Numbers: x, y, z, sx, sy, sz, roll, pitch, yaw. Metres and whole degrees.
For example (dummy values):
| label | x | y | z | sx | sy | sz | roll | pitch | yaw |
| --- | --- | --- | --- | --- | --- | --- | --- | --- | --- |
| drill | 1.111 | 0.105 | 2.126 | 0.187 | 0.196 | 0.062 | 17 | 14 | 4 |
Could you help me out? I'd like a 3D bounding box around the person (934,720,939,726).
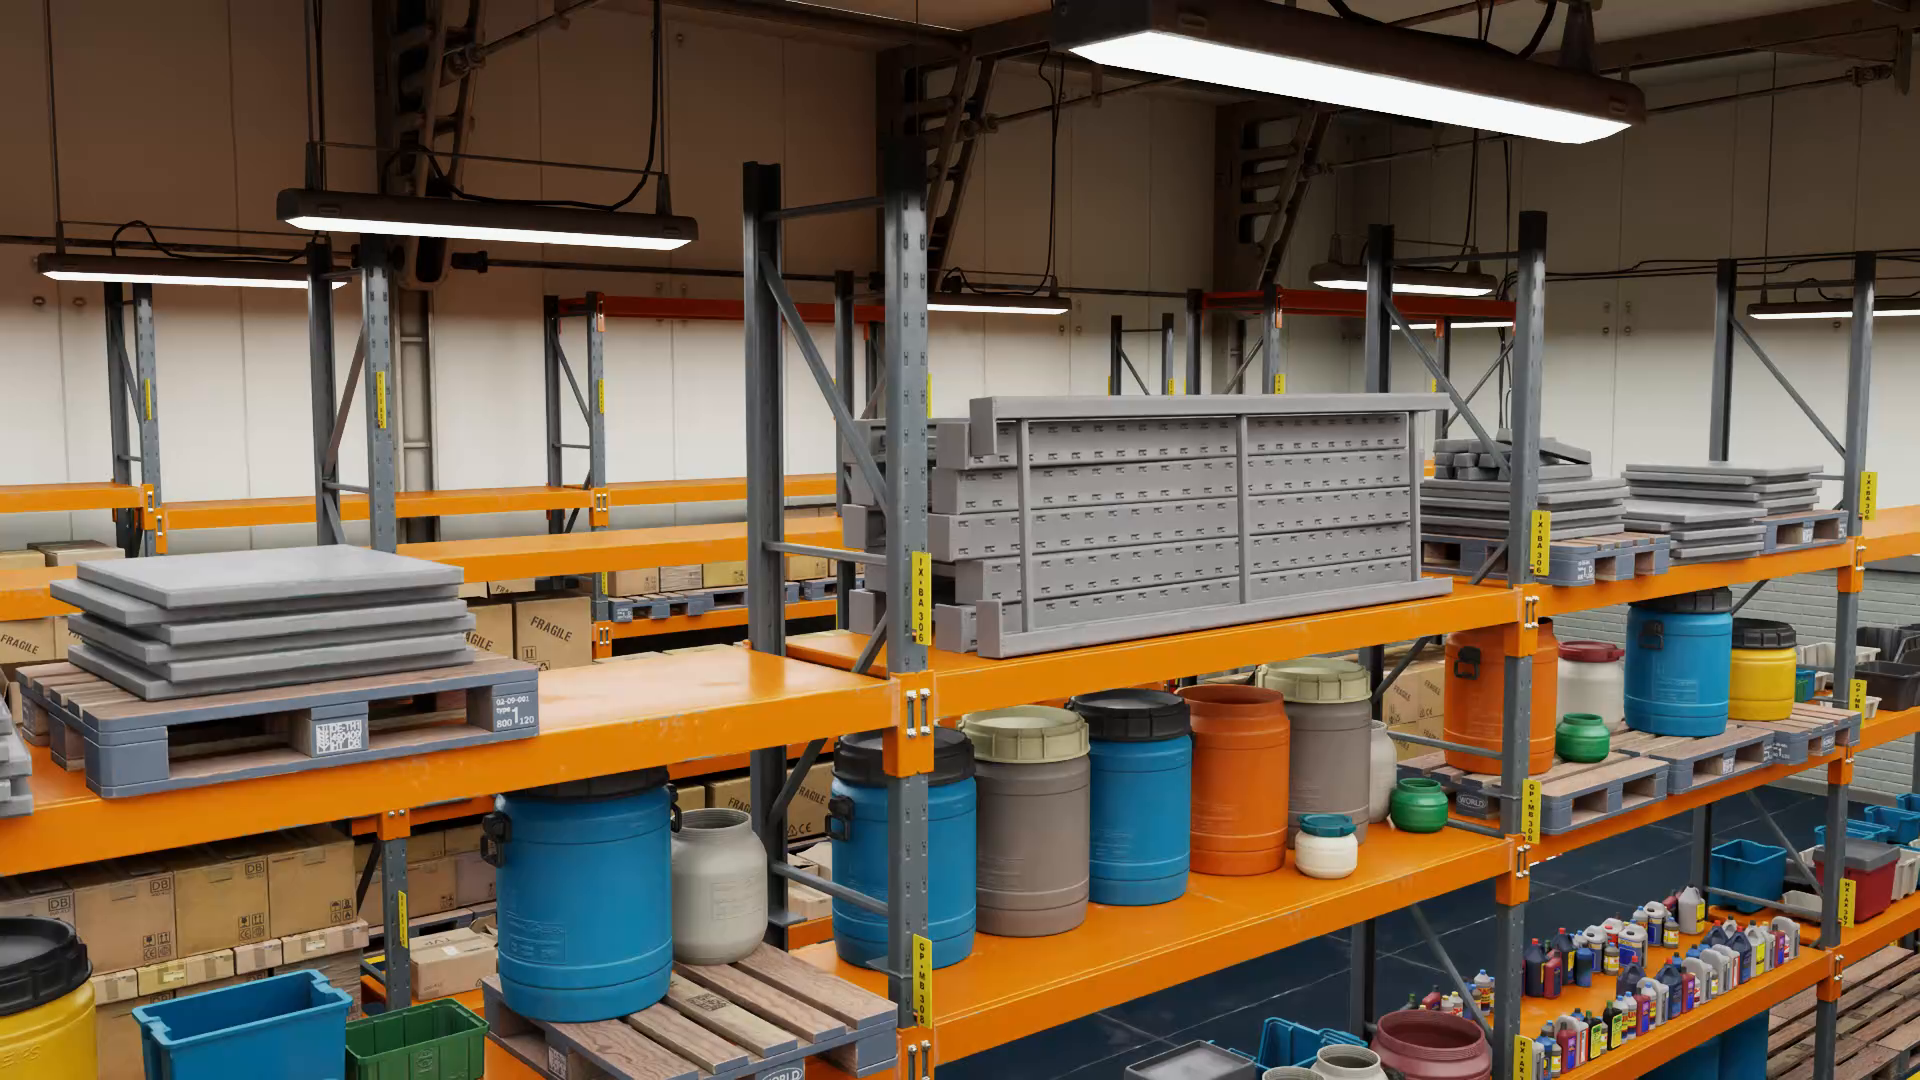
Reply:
| label | x | y | z | sx | sy | sz | roll | pitch | yaw |
| --- | --- | --- | --- | --- | --- | --- | --- | --- | --- |
| person | -0.283 | 2.525 | 15.405 | 0.827 | 1.808 | 0.723 | -5 | 7 | -41 |
